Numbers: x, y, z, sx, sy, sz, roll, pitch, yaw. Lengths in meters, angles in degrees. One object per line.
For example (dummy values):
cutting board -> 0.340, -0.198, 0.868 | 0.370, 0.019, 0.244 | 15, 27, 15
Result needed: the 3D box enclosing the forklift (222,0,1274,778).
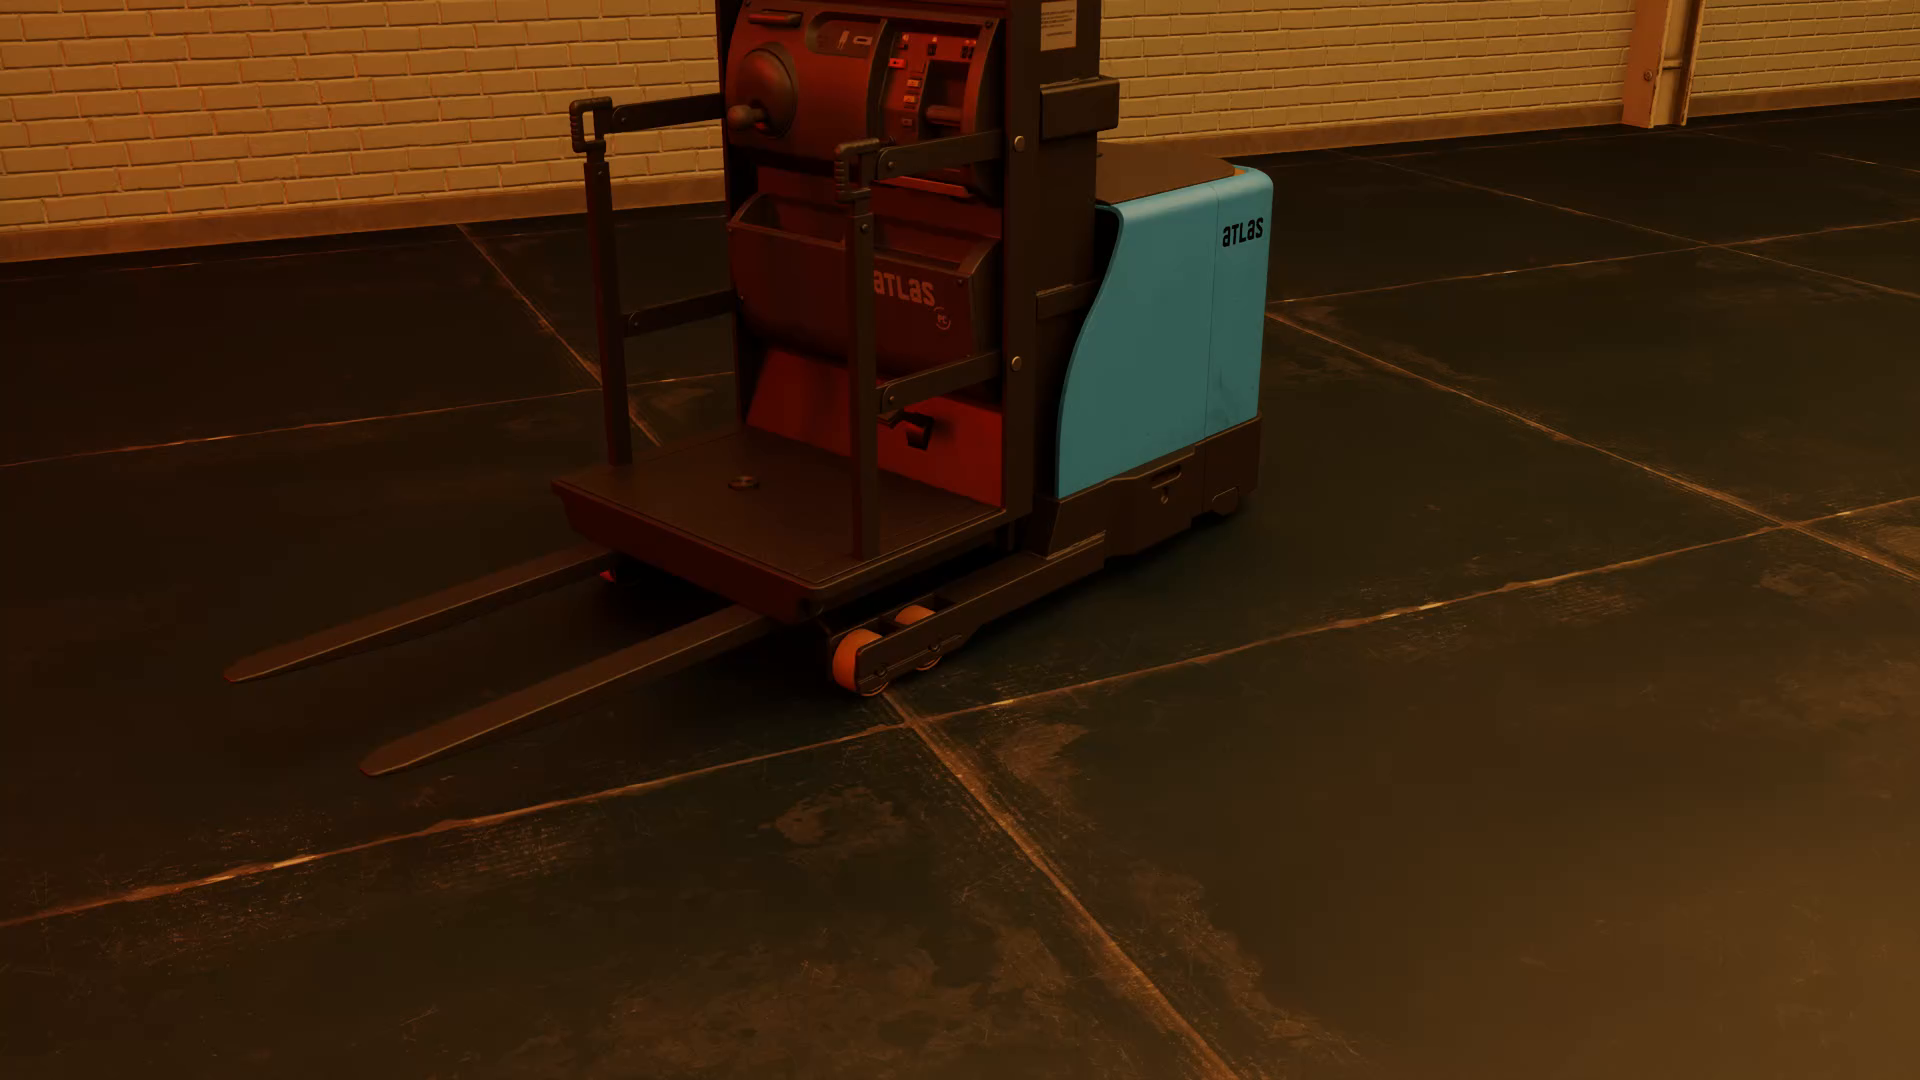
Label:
forklift -> -0.413, -1.182, 4.131 | 1.130, 2.935, 3.031 | 19, 29, 39
